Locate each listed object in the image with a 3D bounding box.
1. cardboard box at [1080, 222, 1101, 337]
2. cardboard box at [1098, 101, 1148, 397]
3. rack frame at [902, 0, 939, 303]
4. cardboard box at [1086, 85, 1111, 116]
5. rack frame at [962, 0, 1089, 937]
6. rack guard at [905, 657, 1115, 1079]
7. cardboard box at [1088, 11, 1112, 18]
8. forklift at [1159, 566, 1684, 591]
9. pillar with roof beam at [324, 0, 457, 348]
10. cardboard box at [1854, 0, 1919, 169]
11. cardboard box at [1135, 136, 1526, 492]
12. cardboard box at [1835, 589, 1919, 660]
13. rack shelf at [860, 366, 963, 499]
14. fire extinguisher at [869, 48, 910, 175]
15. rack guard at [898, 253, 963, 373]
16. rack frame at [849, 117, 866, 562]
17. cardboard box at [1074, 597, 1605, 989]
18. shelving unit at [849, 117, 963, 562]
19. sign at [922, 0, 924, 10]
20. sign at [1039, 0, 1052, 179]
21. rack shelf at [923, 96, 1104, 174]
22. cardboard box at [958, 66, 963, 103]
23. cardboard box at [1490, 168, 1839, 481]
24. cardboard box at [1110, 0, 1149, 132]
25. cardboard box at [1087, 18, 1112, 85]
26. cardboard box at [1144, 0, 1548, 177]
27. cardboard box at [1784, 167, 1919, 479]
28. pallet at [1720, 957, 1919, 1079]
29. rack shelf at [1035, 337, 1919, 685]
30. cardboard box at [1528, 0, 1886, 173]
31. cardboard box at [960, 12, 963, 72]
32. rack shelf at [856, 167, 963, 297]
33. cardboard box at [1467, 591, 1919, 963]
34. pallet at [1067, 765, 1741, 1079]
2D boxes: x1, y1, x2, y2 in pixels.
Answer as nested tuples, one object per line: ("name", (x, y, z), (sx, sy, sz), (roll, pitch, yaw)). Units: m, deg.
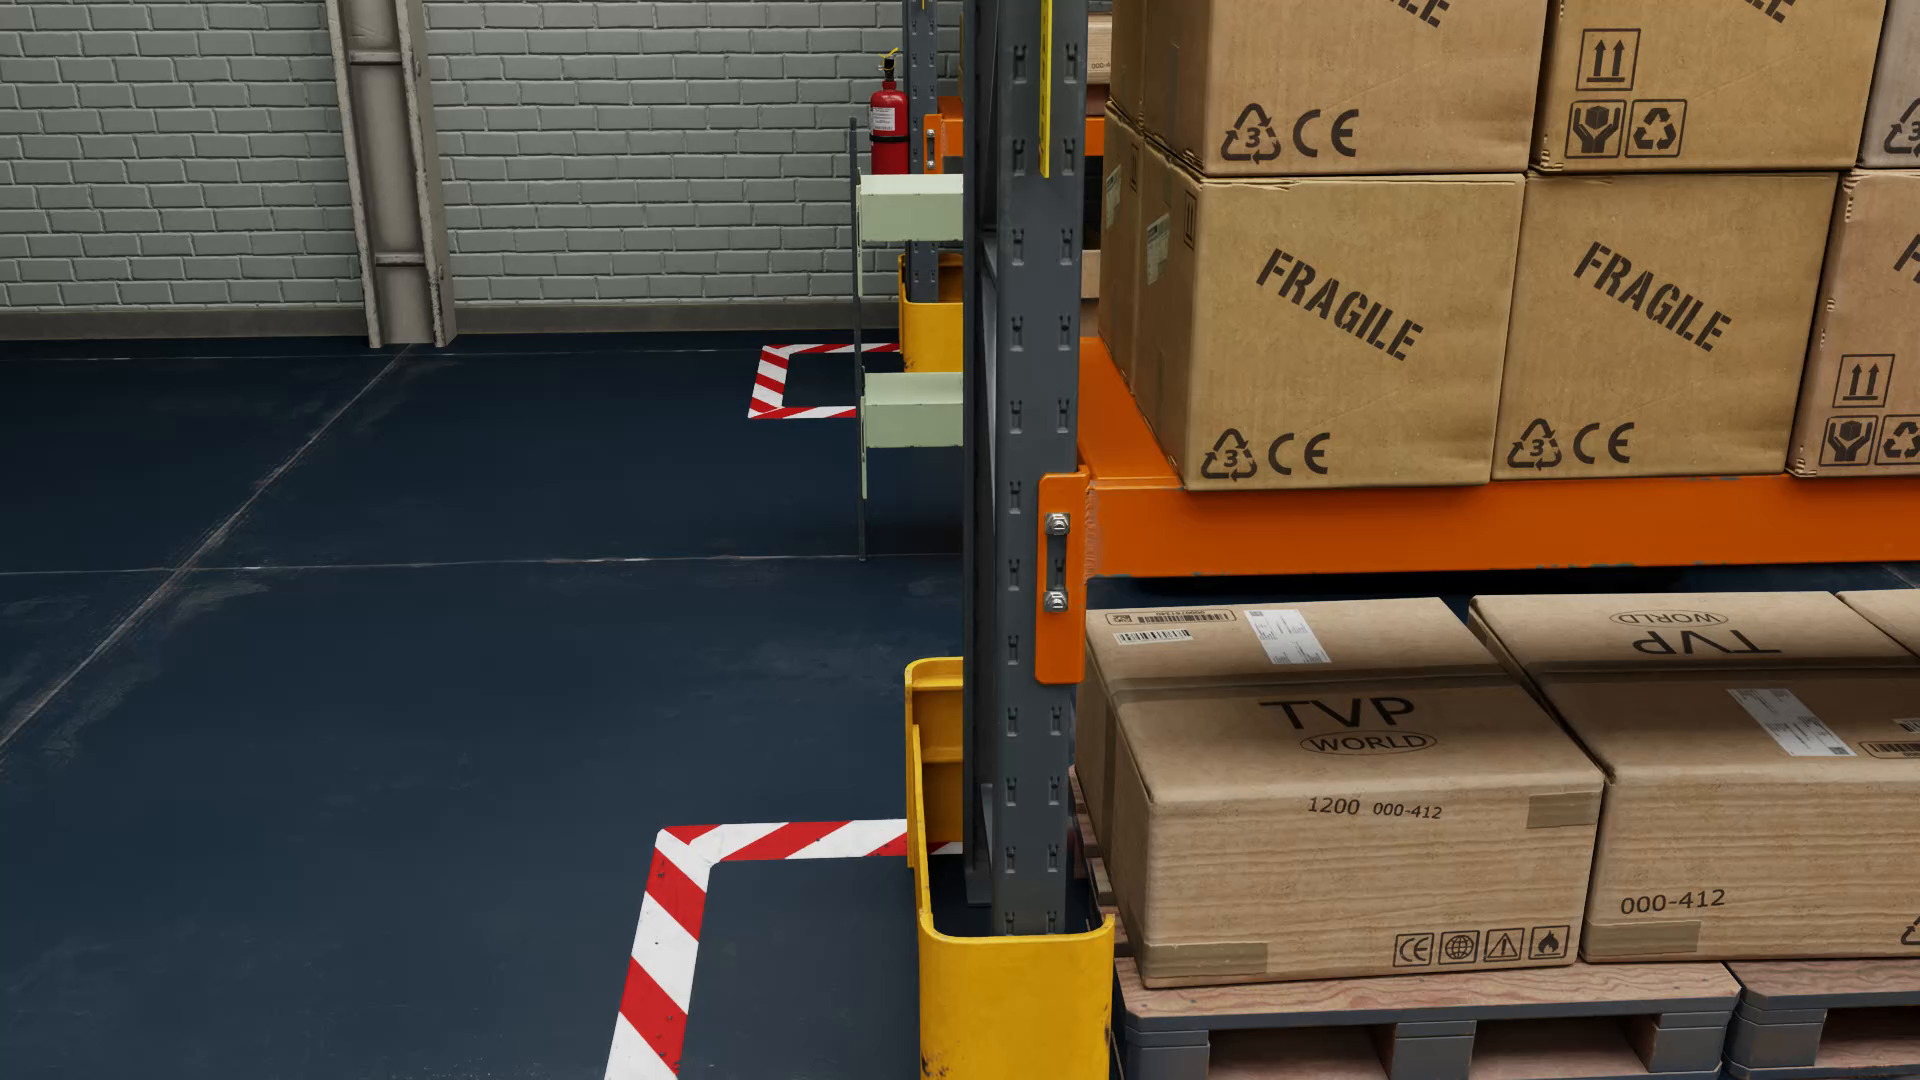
("cardboard box", (0.426, -1.219, 8.025), (0.637, 0.503, 0.797), (-2, 21, -5))
("cardboard box", (0.564, -0.598, 3.336), (0.500, 0.500, 0.500), (-1, 21, -3))
("rack frame", (-0.190, -2.211, 7.712), (0.127, 3.000, 1.000), (-1, 21, -3))
("cardboard box", (0.666, -2.042, 7.621), (0.250, 0.149, 0.380), (-1, 21, -4))
("rack frame", (0.097, -0.448, 3.081), (0.127, 3.000, 1.000), (-1, 21, -3))
("rack guard", (0.073, 0.721, 3.524), (0.348, 0.500, 1.175), (-1, 21, -3))
("cardboard box", (0.769, -2.393, 7.984), (0.500, 0.250, 0.500), (-1, 21, -3))
("forklift", (2.069, -1.384, 5.638), (3.031, 2.935, 1.130), (-1, 21, -2))
("pillar with roof beam", (-2.687, -3.751, 3.325), (0.400, 9.000, 9.100), (-1, 21, -3))
("cardboard box", (1.622, -0.896, 2.714), (0.500, 0.500, 0.500), (-1, 21, -3))
("cardboard box", (0.593, -0.402, 2.821), (0.500, 0.500, 0.500), (-1, 21, -3))
("cardboard box", (2.564, 0.465, 3.694), (0.875, 0.438, 0.875), (-2, 21, -5))
("rack shelf", (0.007, -0.396, 5.970), (0.720, 0.370, 0.431), (-1, 21, -3))
("fire extinguisher", (-0.310, -1.833, 7.353), (0.183, 0.674, 0.296), (-1, 21, -3))
("rack guard", (-0.114, -1.044, 8.161), (0.348, 0.500, 1.175), (-1, 21, -3))
("rack frame", (-0.359, -0.694, 5.835), (0.023, 1.500, 0.400), (-1, 21, -3))
("cardboard box", (0.751, 0.505, 3.590), (0.875, 0.438, 0.875), (-2, 21, -5))
("shelving unit", (0.007, -0.701, 5.854), (0.755, 1.500, 0.431), (-1, 21, -3))
("sign", (-0.159, -2.423, 7.052), (0.005, 0.325, 0.100), (-1, 21, -3))
("sign", (0.123, -0.692, 2.394), (0.005, 0.325, 0.100), (-1, 21, -3))
("rack shelf", (1.807, -1.915, 7.947), (4.000, 0.370, 1.077), (-1, 21, -3))
("cardboard box", (0.126, -2.195, 8.025), (0.250, 0.149, 0.380), (-1, 21, -4))
("cardboard box", (1.096, -0.422, 2.874), (0.500, 0.500, 0.500), (-1, 21, -4))
("cardboard box", (0.565, -1.056, 3.133), (0.500, 0.500, 0.500), (0, 21, -1))
("cardboard box", (0.782, -2.203, 7.486), (0.500, 0.250, 0.500), (-1, 21, -2))
("cardboard box", (0.593, -0.870, 2.645), (0.500, 0.500, 0.500), (-2, 21, -4))
("cardboard box", (1.605, -0.426, 2.884), (0.500, 0.500, 0.500), (-1, 21, -3))
("pallet", (2.106, 0.788, 3.755), (1.213, 0.211, 1.003), (-1, 21, -3))
("rack shelf", (2.094, -0.152, 3.315), (4.000, 0.370, 1.077), (-1, 21, -3))
("cardboard box", (1.108, -0.883, 2.679), (0.500, 0.500, 0.500), (-2, 21, -5))
("cardboard box", (0.254, -2.383, 7.958), (0.500, 0.250, 0.500), (-1, 21, -1))
("rack shelf", (0.007, -1.066, 5.716), (0.720, 0.370, 0.431), (-1, 21, -3))
("cardboard box", (1.664, 0.483, 3.647), (0.875, 0.438, 0.875), (-1, 21, -2))
("pallet", (0.891, 0.812, 3.693), (1.213, 0.211, 1.003), (-1, 21, -3))
